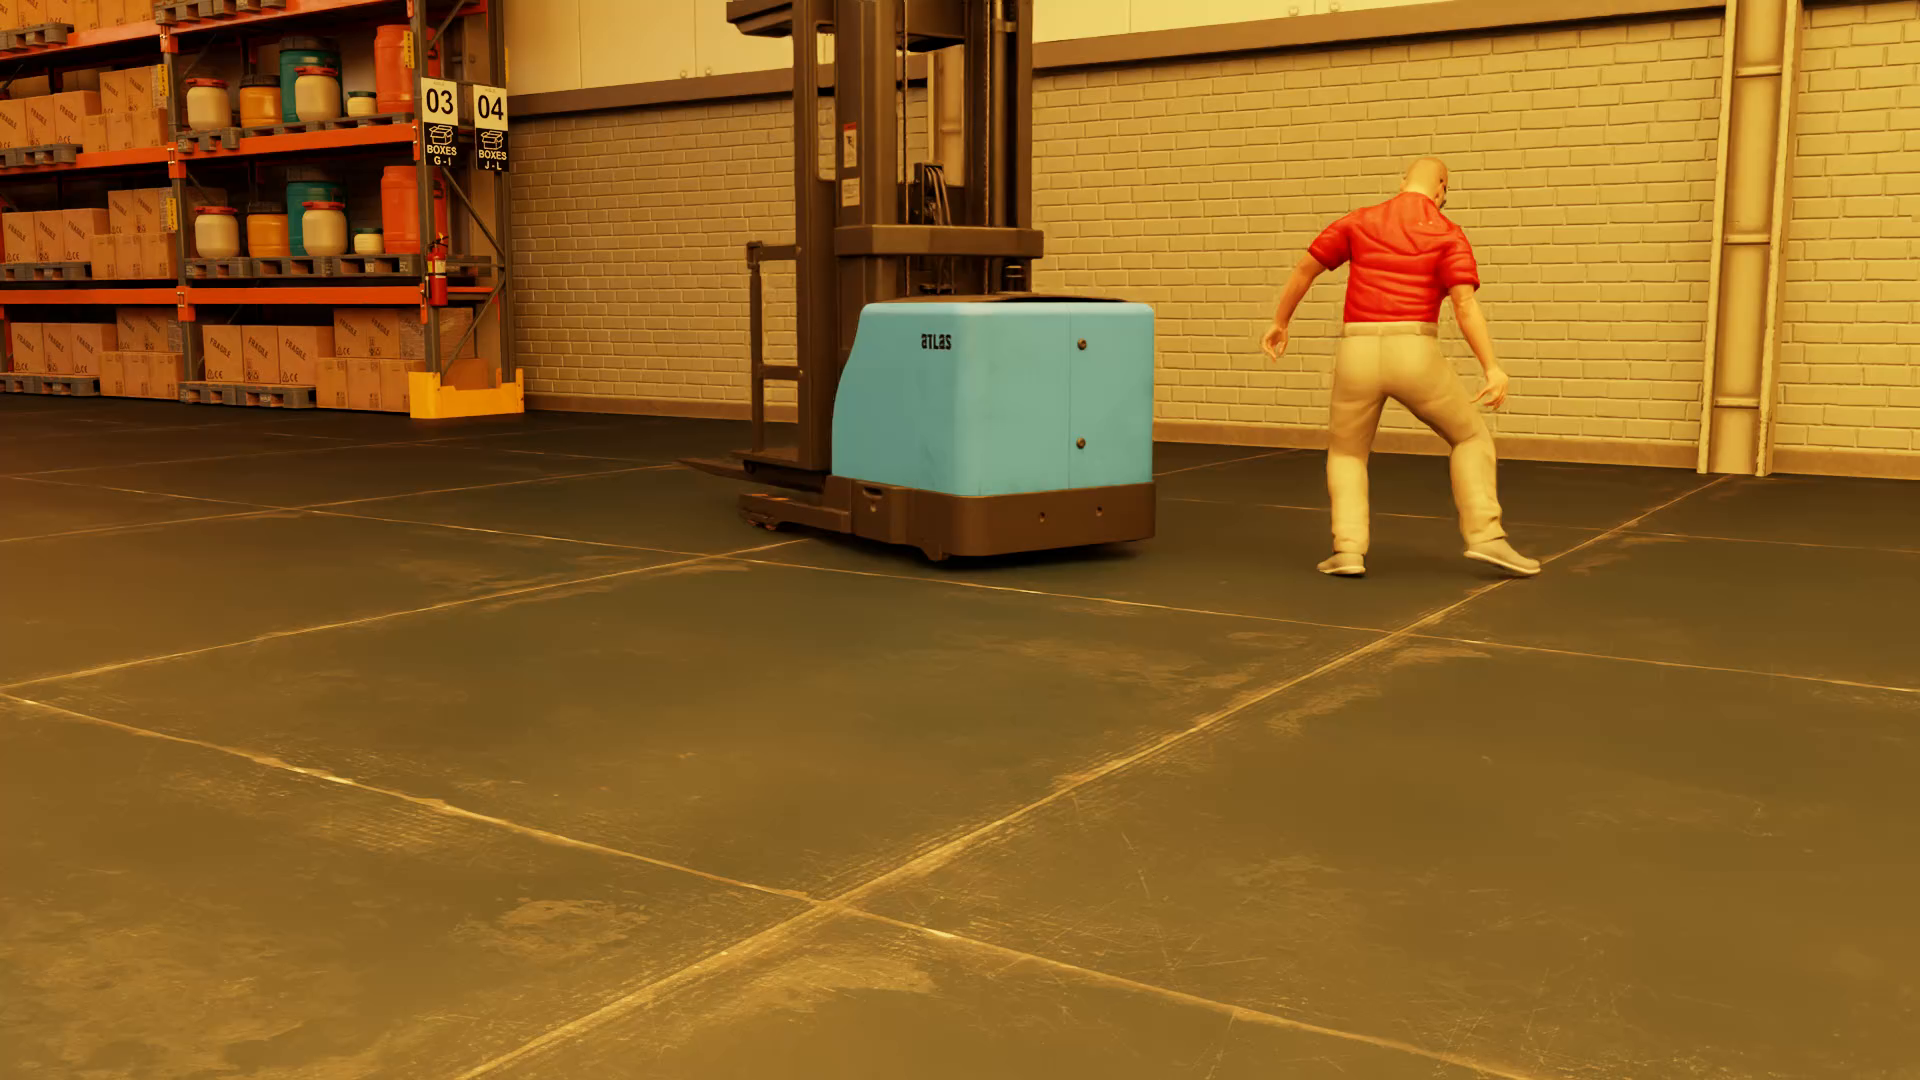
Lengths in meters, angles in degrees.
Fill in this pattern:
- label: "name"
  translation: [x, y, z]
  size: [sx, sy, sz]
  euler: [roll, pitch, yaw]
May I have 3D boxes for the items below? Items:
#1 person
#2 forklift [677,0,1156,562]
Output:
- label: "person"
  translation: [1.729, -0.671, 6.581]
  size: [1.124, 1.671, 0.474]
  euler: [4, 9, 27]
- label: "forklift"
  translation: [-0.414, -1.525, 7.919]
  size: [1.130, 2.935, 3.031]
  euler: [-6, 10, -35]
